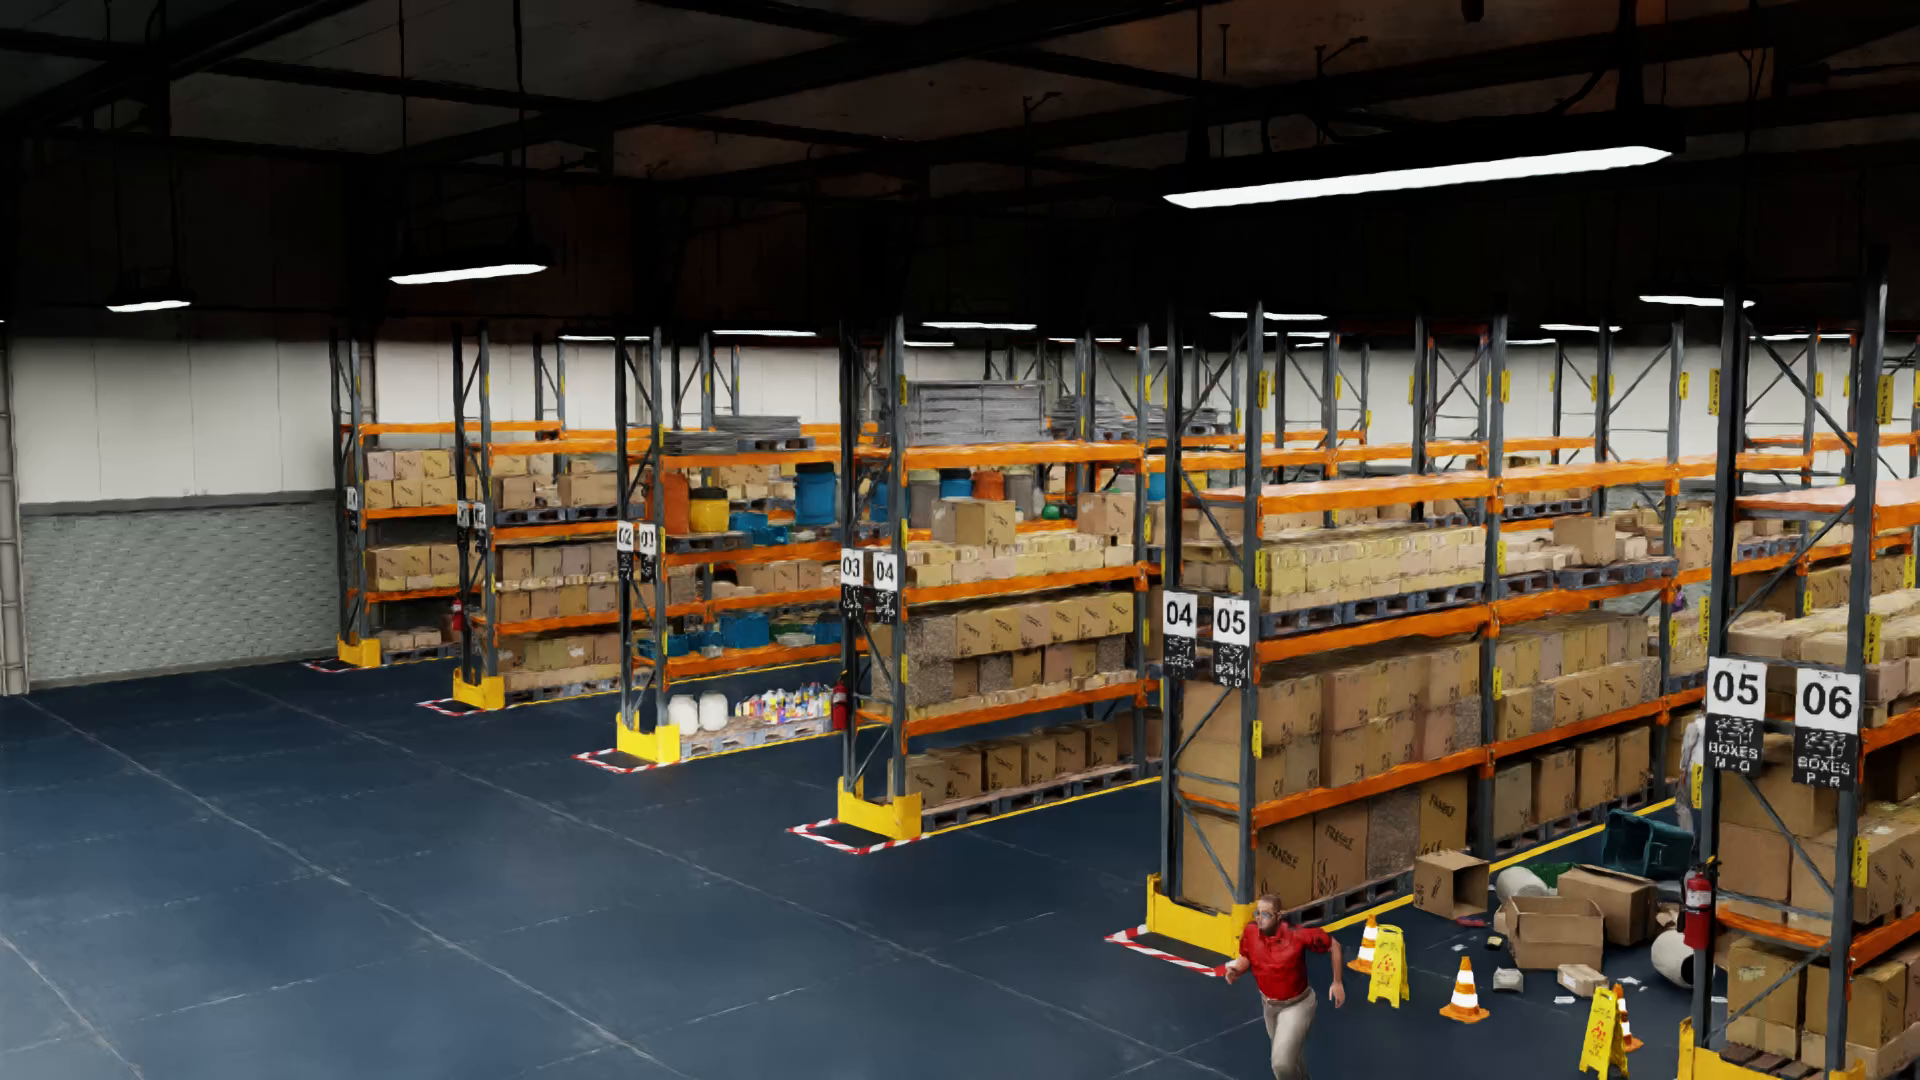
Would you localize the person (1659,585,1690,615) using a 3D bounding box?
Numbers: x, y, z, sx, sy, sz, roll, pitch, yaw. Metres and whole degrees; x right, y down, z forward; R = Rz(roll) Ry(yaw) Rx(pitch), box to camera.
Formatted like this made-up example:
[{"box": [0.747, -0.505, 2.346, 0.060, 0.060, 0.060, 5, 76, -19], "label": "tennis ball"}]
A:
[{"box": [13.015, 1.447, 30.240, 0.535, 1.504, 0.758, 5, 7, 38], "label": "person"}]

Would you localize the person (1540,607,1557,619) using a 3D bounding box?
[{"box": [9.164, 1.797, 25.737, 0.683, 1.648, 0.889, 5, 8, 44], "label": "person"}]

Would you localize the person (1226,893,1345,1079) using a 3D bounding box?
[{"box": [2.230, 3.214, 11.475, 0.937, 1.641, 0.655, -4, 7, -36], "label": "person"}]

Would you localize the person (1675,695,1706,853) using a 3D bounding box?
[{"box": [7.973, 2.512, 17.990, 0.658, 1.785, 0.411, -1, 6, -5], "label": "person"}]
